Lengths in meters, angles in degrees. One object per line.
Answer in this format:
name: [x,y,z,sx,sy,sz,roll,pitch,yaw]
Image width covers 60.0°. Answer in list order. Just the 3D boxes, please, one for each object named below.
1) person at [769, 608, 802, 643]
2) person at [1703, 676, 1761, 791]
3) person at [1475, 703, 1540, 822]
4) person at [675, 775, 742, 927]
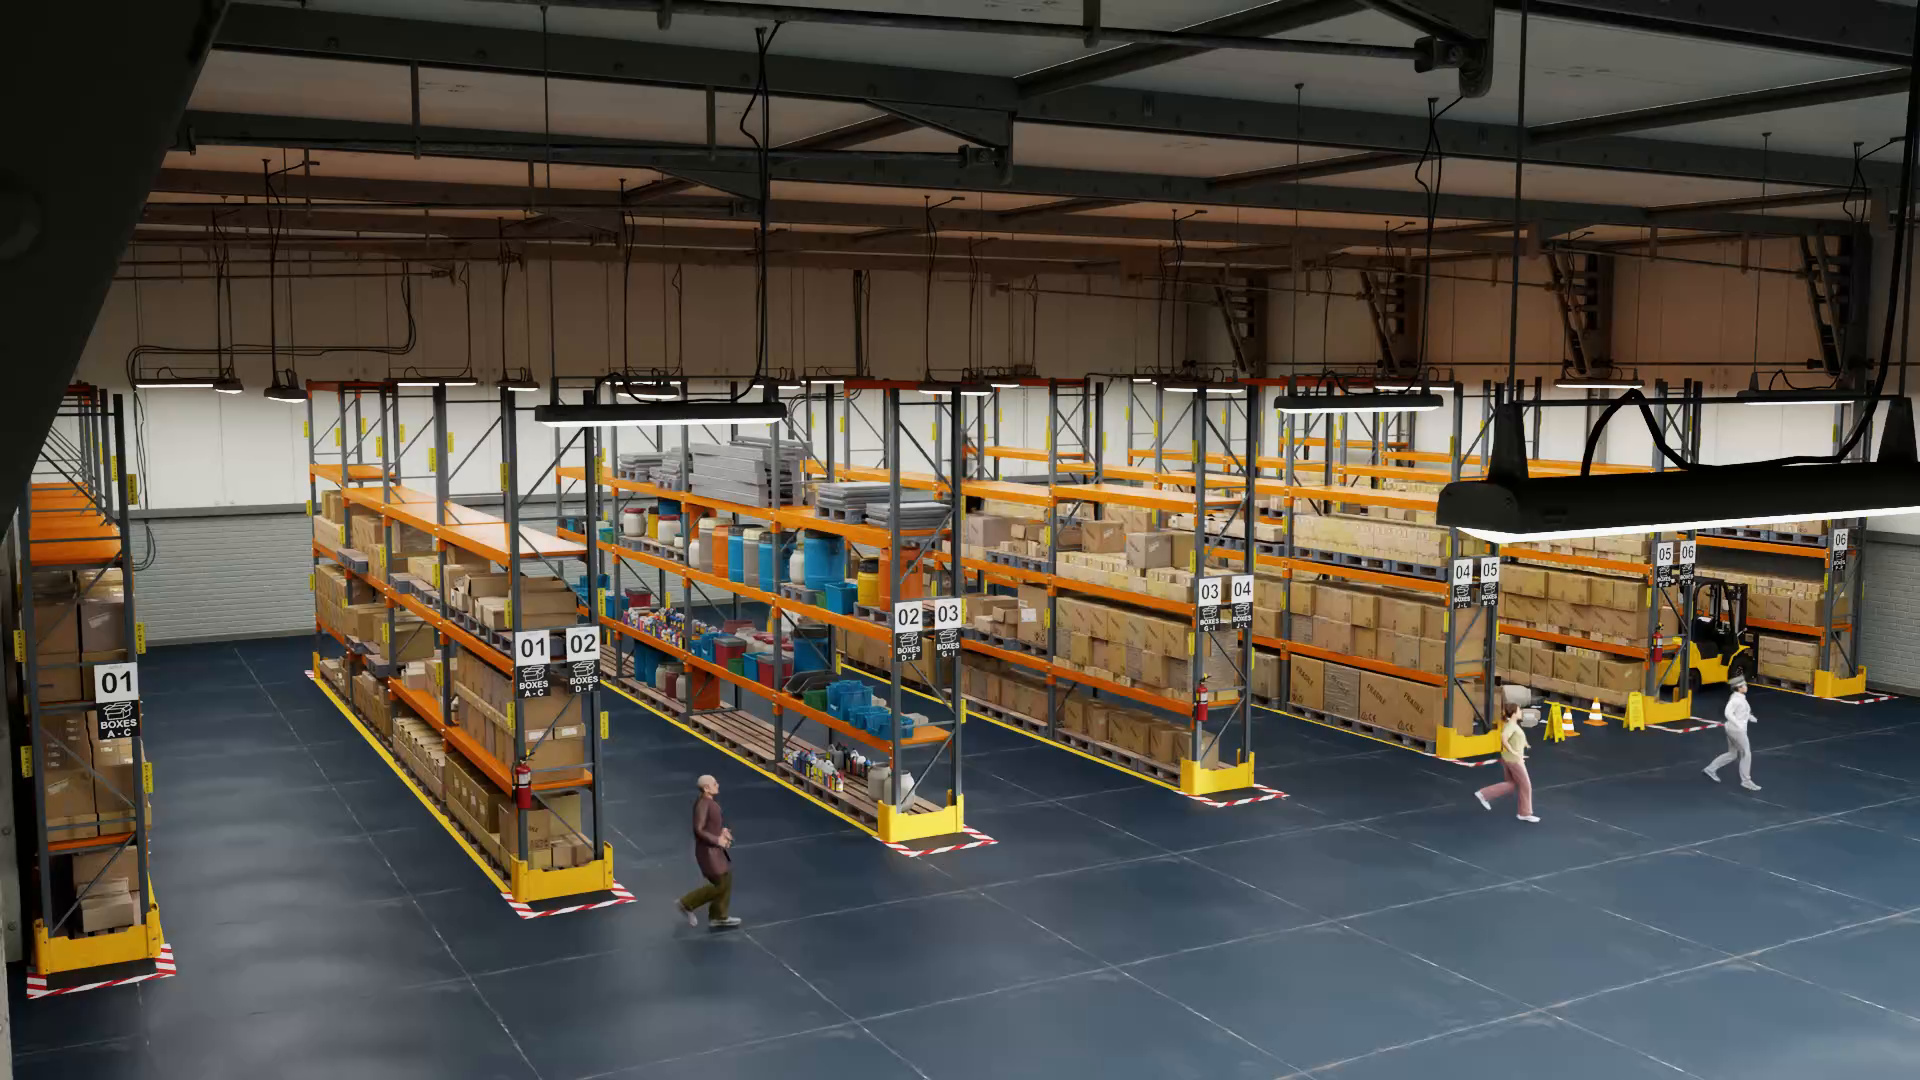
person: [-3.357,1.766,32.388,0.660,1.764,0.728,-5,8,-38]
person: [11.546,2.856,24.777,0.800,1.707,0.625,2,6,17]
person: [7.602,3.072,23.011,0.879,1.669,0.579,1,6,5]
person: [-2.830,3.485,18.628,0.736,1.745,0.740,-1,6,-5]
